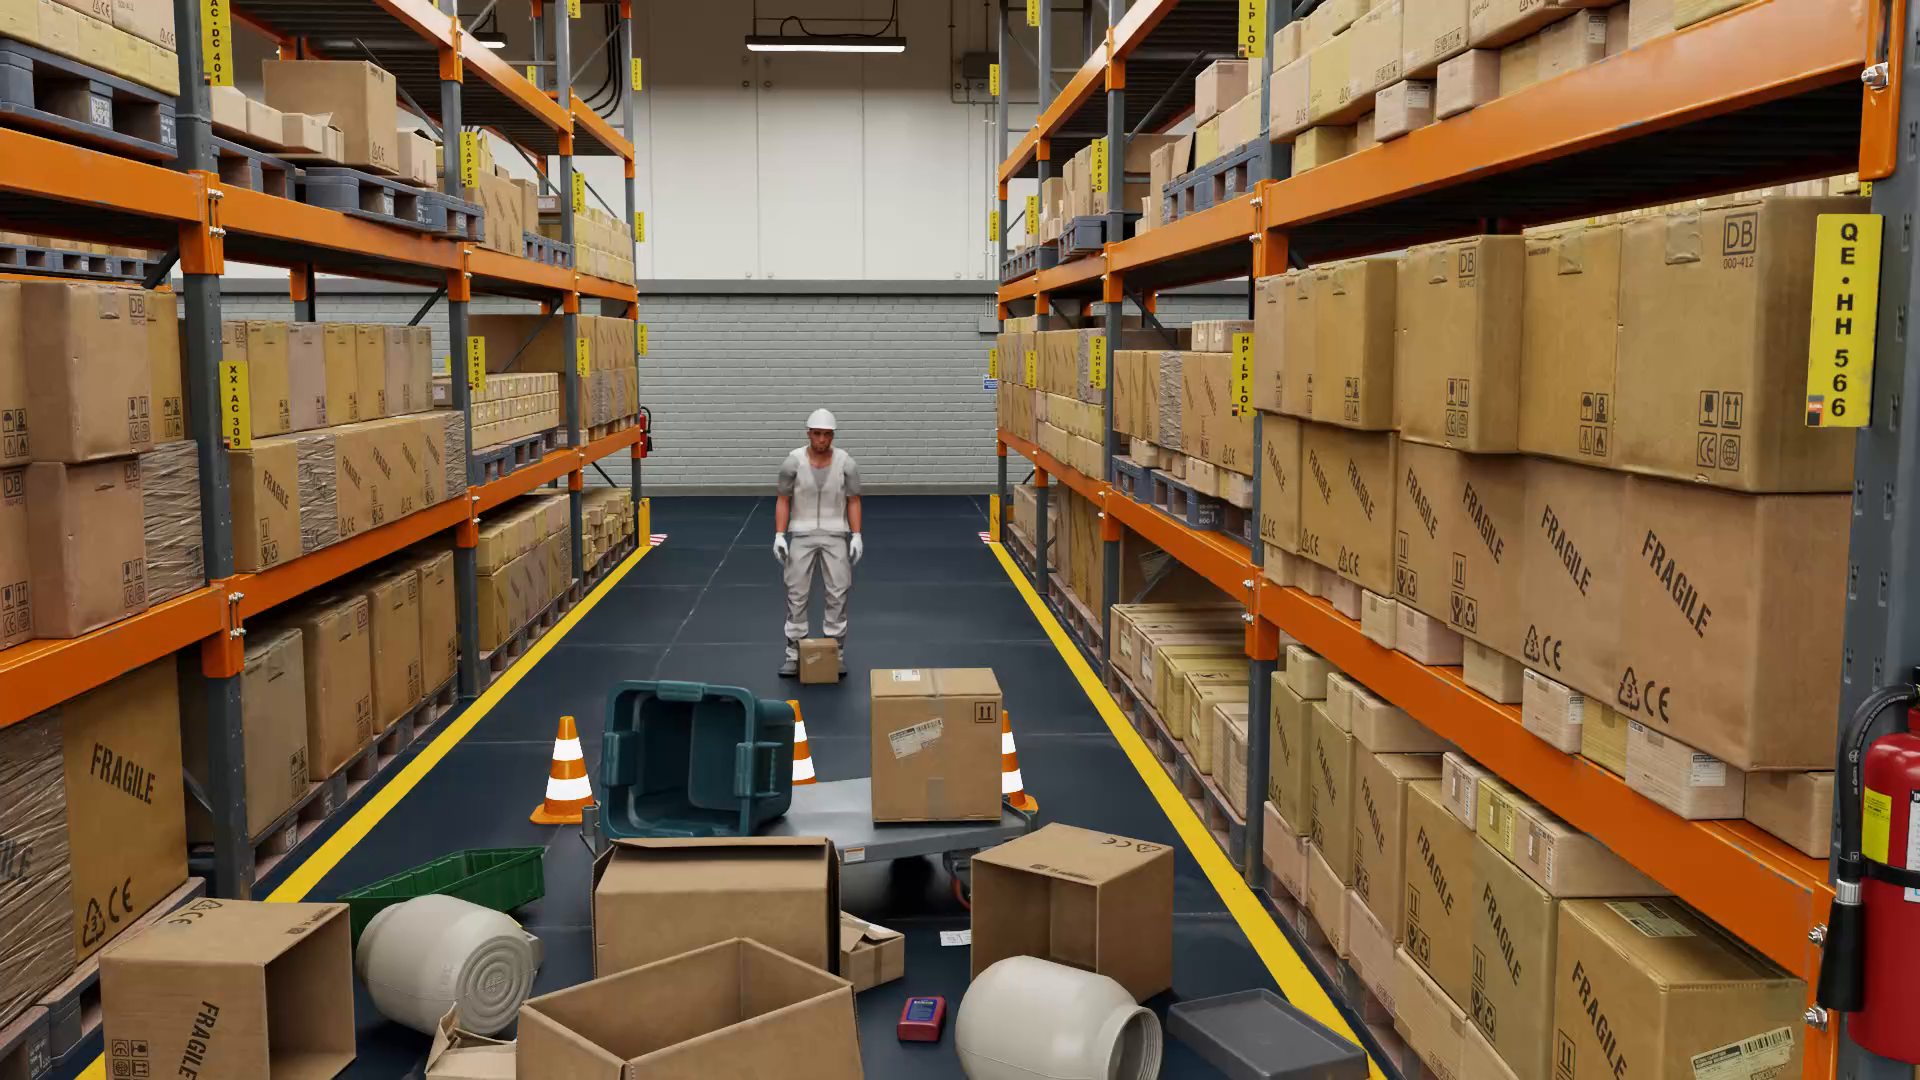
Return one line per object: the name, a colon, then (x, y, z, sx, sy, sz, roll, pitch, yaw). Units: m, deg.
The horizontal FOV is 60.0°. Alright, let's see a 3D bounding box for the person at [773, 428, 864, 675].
person: (-12.798, 1.119, 1.947, 26.189, 1.731, 16.159, -1, 7, -6)
